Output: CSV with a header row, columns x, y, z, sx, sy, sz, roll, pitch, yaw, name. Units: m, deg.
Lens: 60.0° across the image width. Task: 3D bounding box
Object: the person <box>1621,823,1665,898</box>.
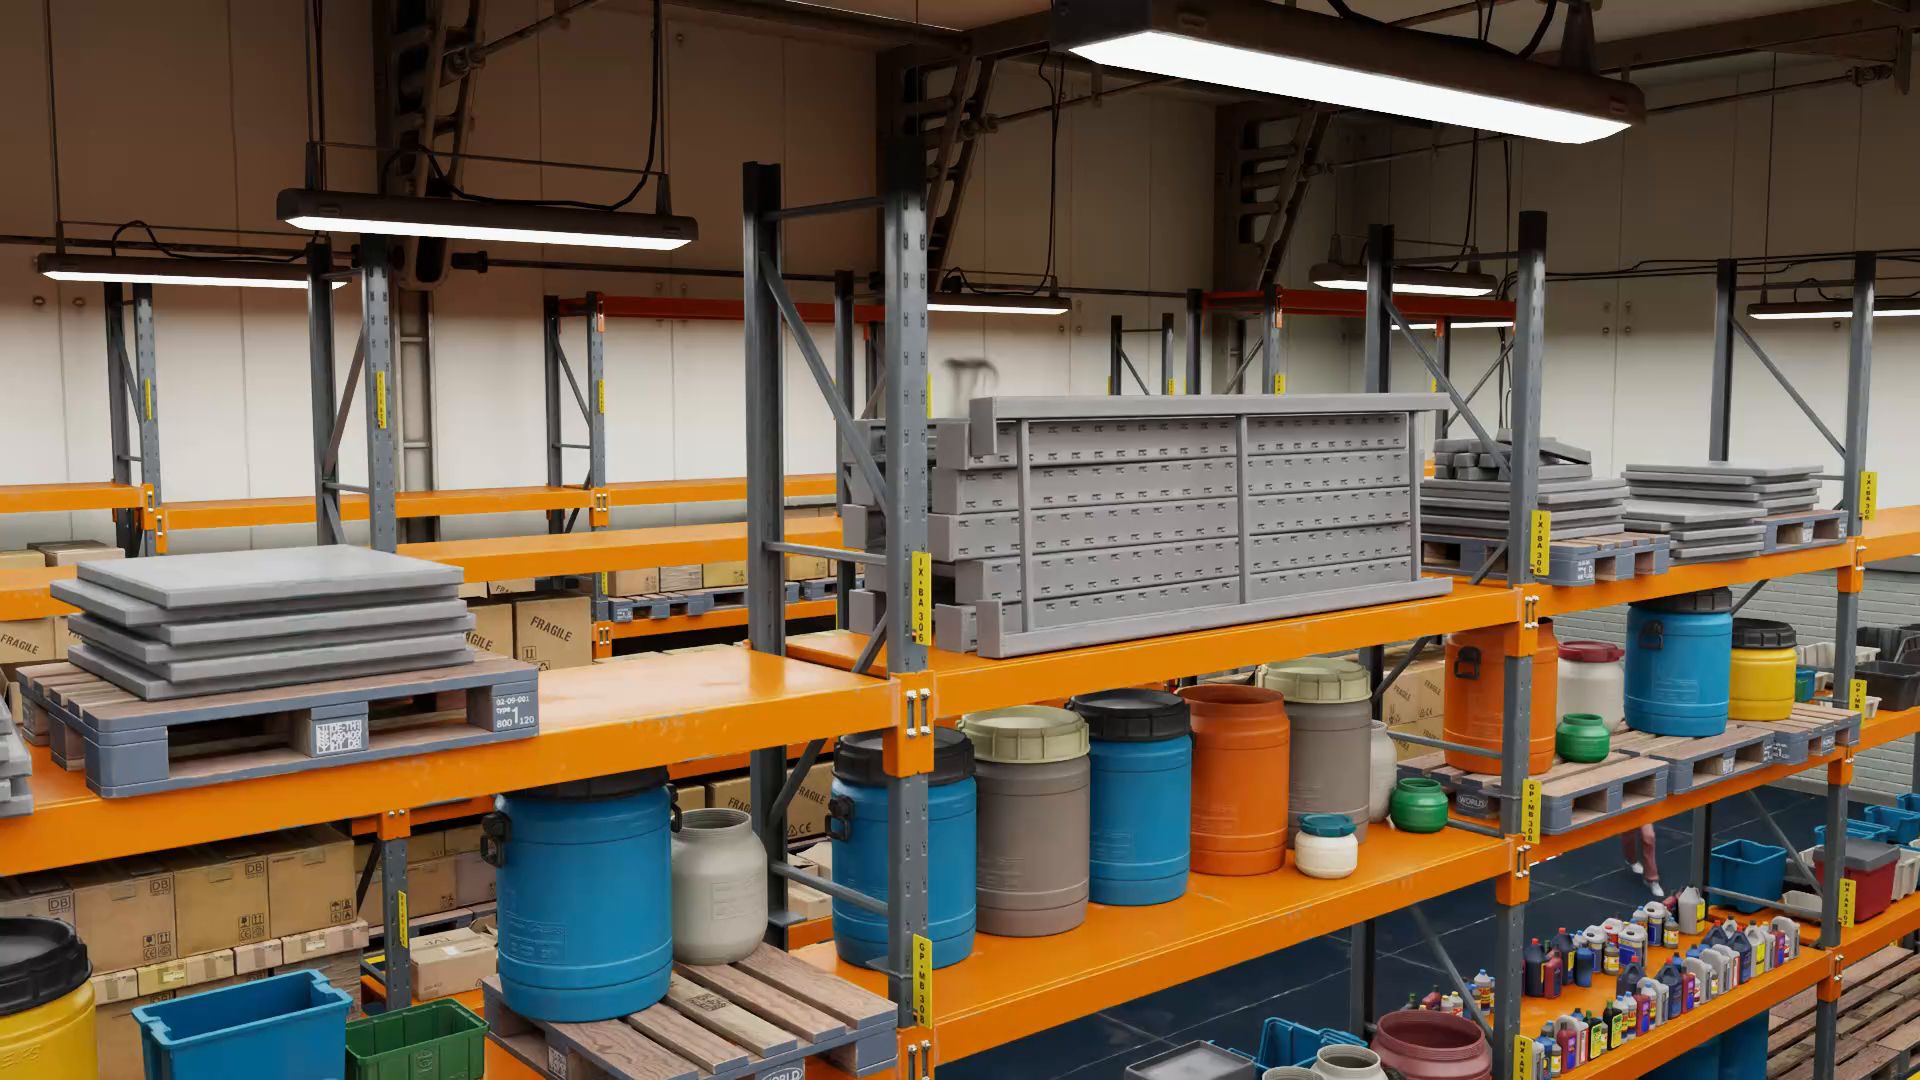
x,y,z,sx,sy,sz,roll,pitch,yaw,name
6.823,2.729,17.038,0.645,1.659,0.850,1,6,10,person
